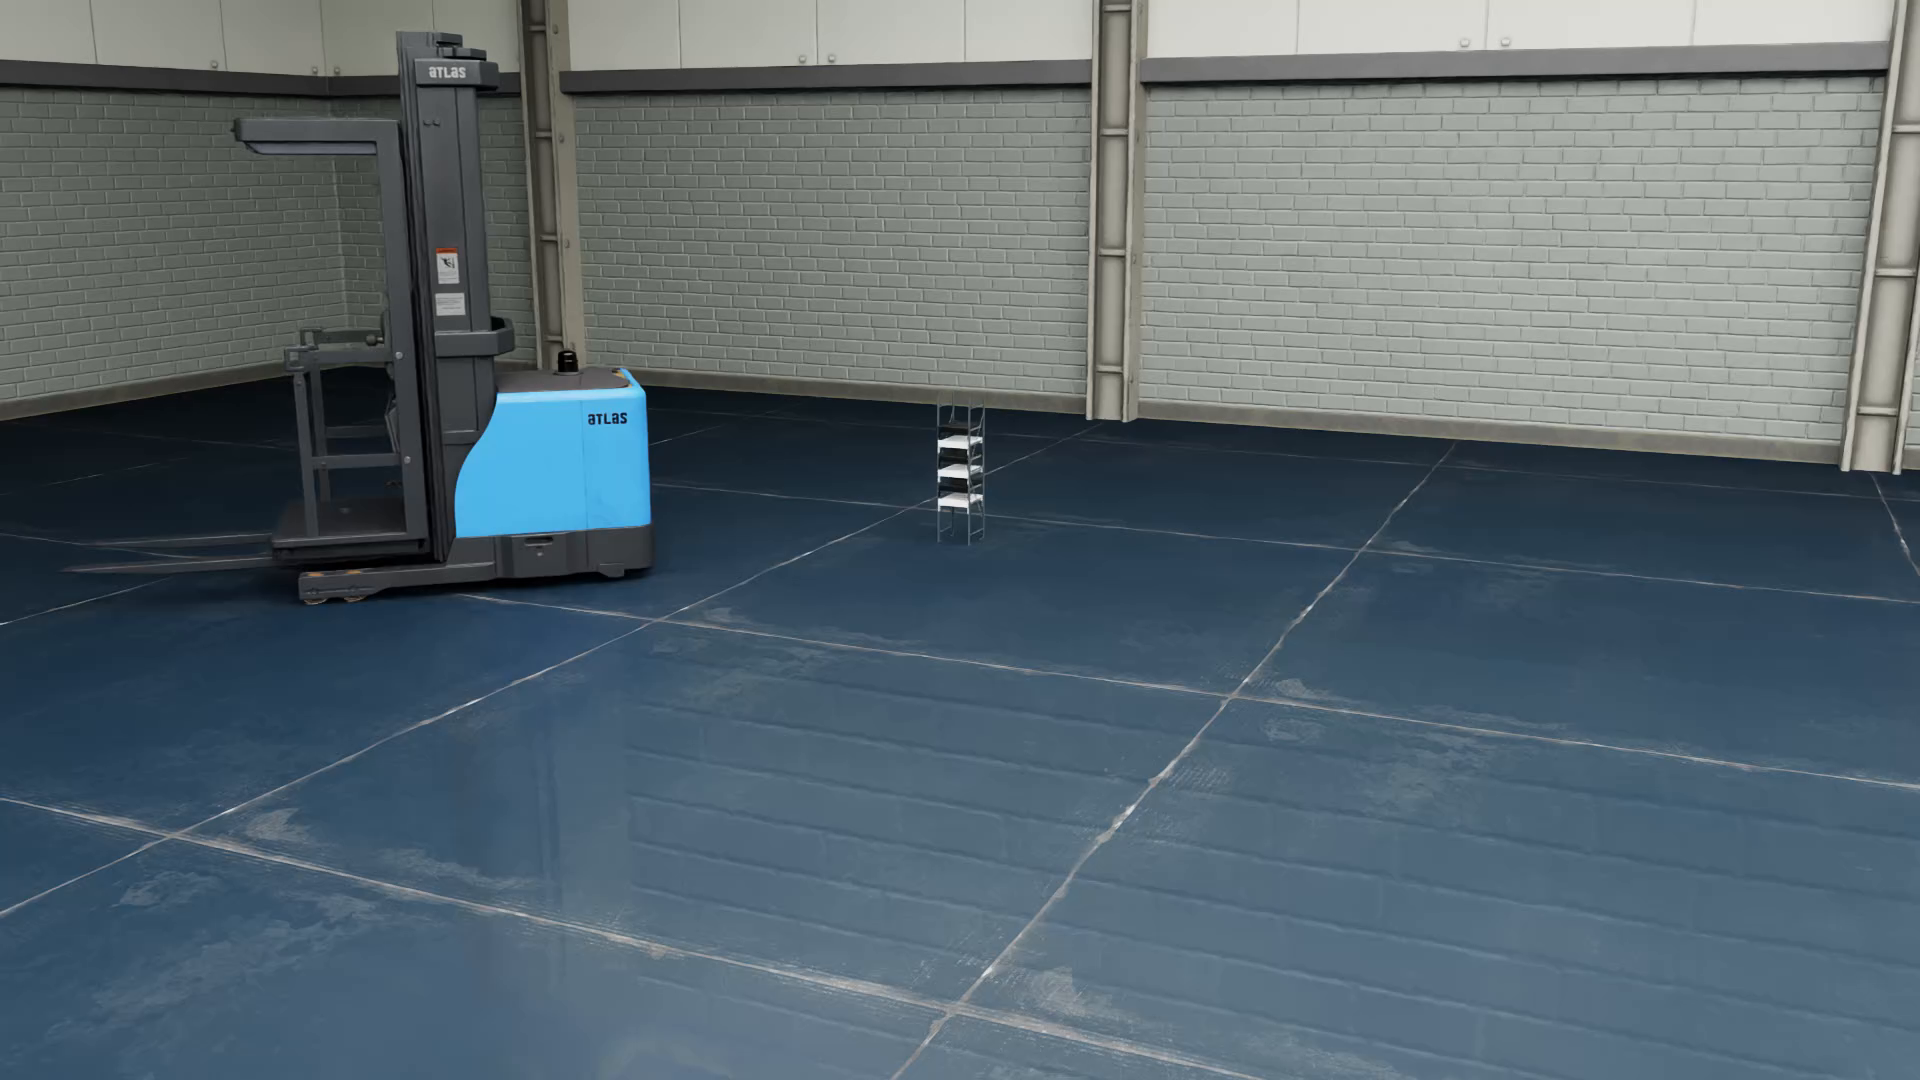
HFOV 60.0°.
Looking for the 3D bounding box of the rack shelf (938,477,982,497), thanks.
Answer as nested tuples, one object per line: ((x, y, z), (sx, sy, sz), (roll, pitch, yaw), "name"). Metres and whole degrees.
((0.007, -0.317, 10.177), (0.200, 0.077, 0.258), (6, 14, 23), "rack shelf")

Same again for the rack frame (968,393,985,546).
((0.100, -0.428, 10.109), (0.006, 0.900, 0.240), (6, 14, 23), "rack frame")

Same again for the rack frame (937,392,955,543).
((-0.086, -0.447, 10.189), (0.006, 0.900, 0.240), (6, 14, 23), "rack frame")

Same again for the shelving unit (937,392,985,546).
((0.007, -0.437, 10.149), (0.210, 0.900, 0.258), (6, 14, 23), "shelving unit")

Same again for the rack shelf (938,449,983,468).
((0.007, -0.493, 10.136), (0.200, 0.077, 0.258), (6, 14, 23), "rack shelf")

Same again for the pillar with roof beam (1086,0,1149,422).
((-0.382, -4.570, 10.034), (0.400, 9.000, 9.100), (6, 14, 23), "pillar with roof beam")

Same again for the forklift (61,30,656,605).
((-3.291, -1.220, 9.037), (3.031, 2.935, 1.130), (-4, 14, -16), "forklift")

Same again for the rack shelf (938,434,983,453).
((0.007, -0.580, 10.115), (0.200, 0.077, 0.258), (6, 14, 23), "rack shelf")

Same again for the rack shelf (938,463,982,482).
((0.007, -0.405, 10.156), (0.200, 0.077, 0.258), (6, 14, 23), "rack shelf")

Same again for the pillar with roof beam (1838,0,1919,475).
((5.104, -4.015, 7.668), (0.400, 9.000, 9.100), (6, 14, 23), "pillar with roof beam")

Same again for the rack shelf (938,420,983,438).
((0.007, -0.668, 10.095), (0.200, 0.077, 0.258), (6, 14, 23), "rack shelf")

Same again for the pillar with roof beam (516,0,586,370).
((-5.868, -5.126, 12.400), (0.400, 9.000, 9.100), (6, 14, 23), "pillar with roof beam")

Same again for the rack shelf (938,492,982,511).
((0.007, -0.230, 10.198), (0.200, 0.077, 0.258), (6, 14, 23), "rack shelf")
